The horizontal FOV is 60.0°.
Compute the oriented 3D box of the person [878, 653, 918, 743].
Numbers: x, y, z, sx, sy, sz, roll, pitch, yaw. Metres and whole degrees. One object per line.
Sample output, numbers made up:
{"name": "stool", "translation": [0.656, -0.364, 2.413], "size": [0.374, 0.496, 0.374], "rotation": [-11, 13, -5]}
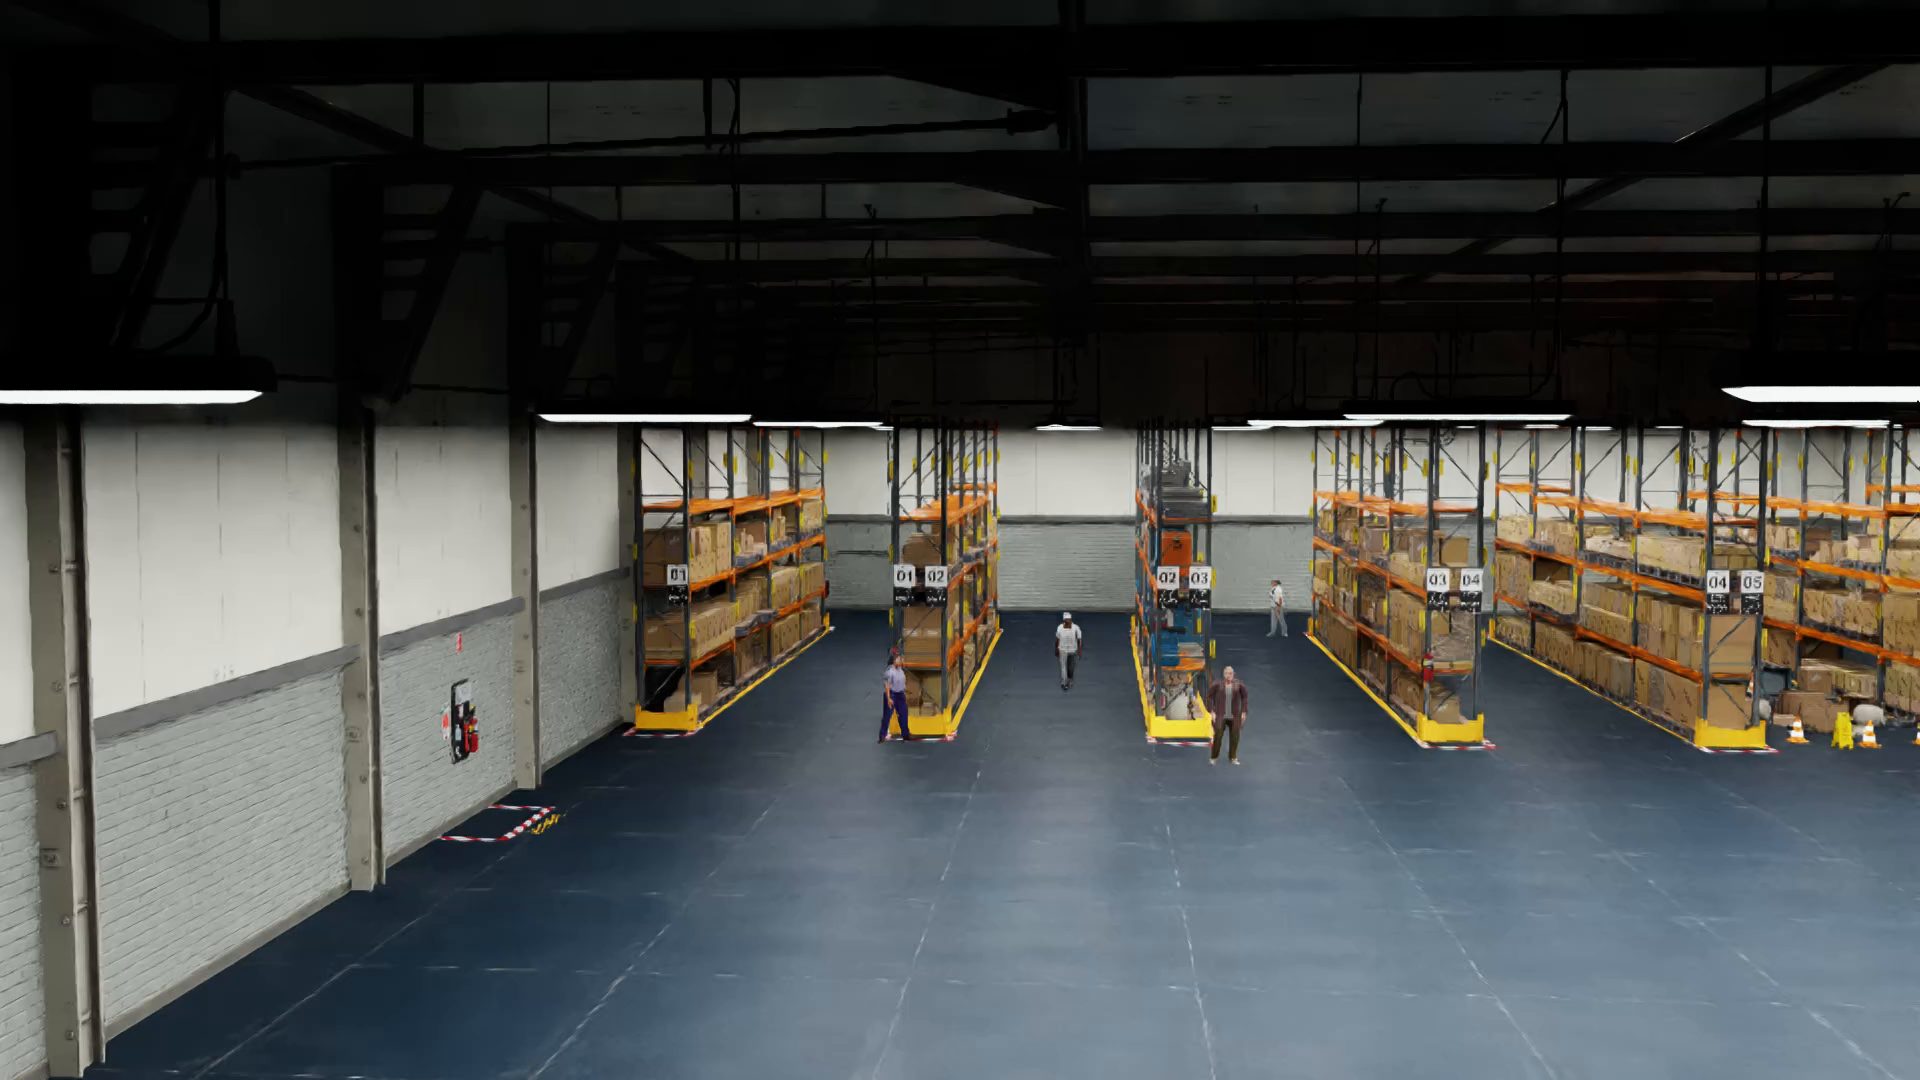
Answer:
{"name": "person", "translation": [-1.175, 2.895, 30.604], "size": [0.527, 1.642, 0.721], "rotation": [3, 5, 38]}

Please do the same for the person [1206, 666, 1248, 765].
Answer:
{"name": "person", "translation": [4.575, 2.999, 28.515], "size": [0.729, 1.733, 0.546], "rotation": [0, 4, 3]}

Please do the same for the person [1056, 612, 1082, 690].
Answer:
{"name": "person", "translation": [2.423, 2.450, 37.032], "size": [0.591, 1.716, 1.042], "rotation": [0, 4, 4]}

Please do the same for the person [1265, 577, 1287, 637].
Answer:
{"name": "person", "translation": [8.873, 1.865, 46.442], "size": [0.519, 1.662, 0.606], "rotation": [-1, 4, -8]}
